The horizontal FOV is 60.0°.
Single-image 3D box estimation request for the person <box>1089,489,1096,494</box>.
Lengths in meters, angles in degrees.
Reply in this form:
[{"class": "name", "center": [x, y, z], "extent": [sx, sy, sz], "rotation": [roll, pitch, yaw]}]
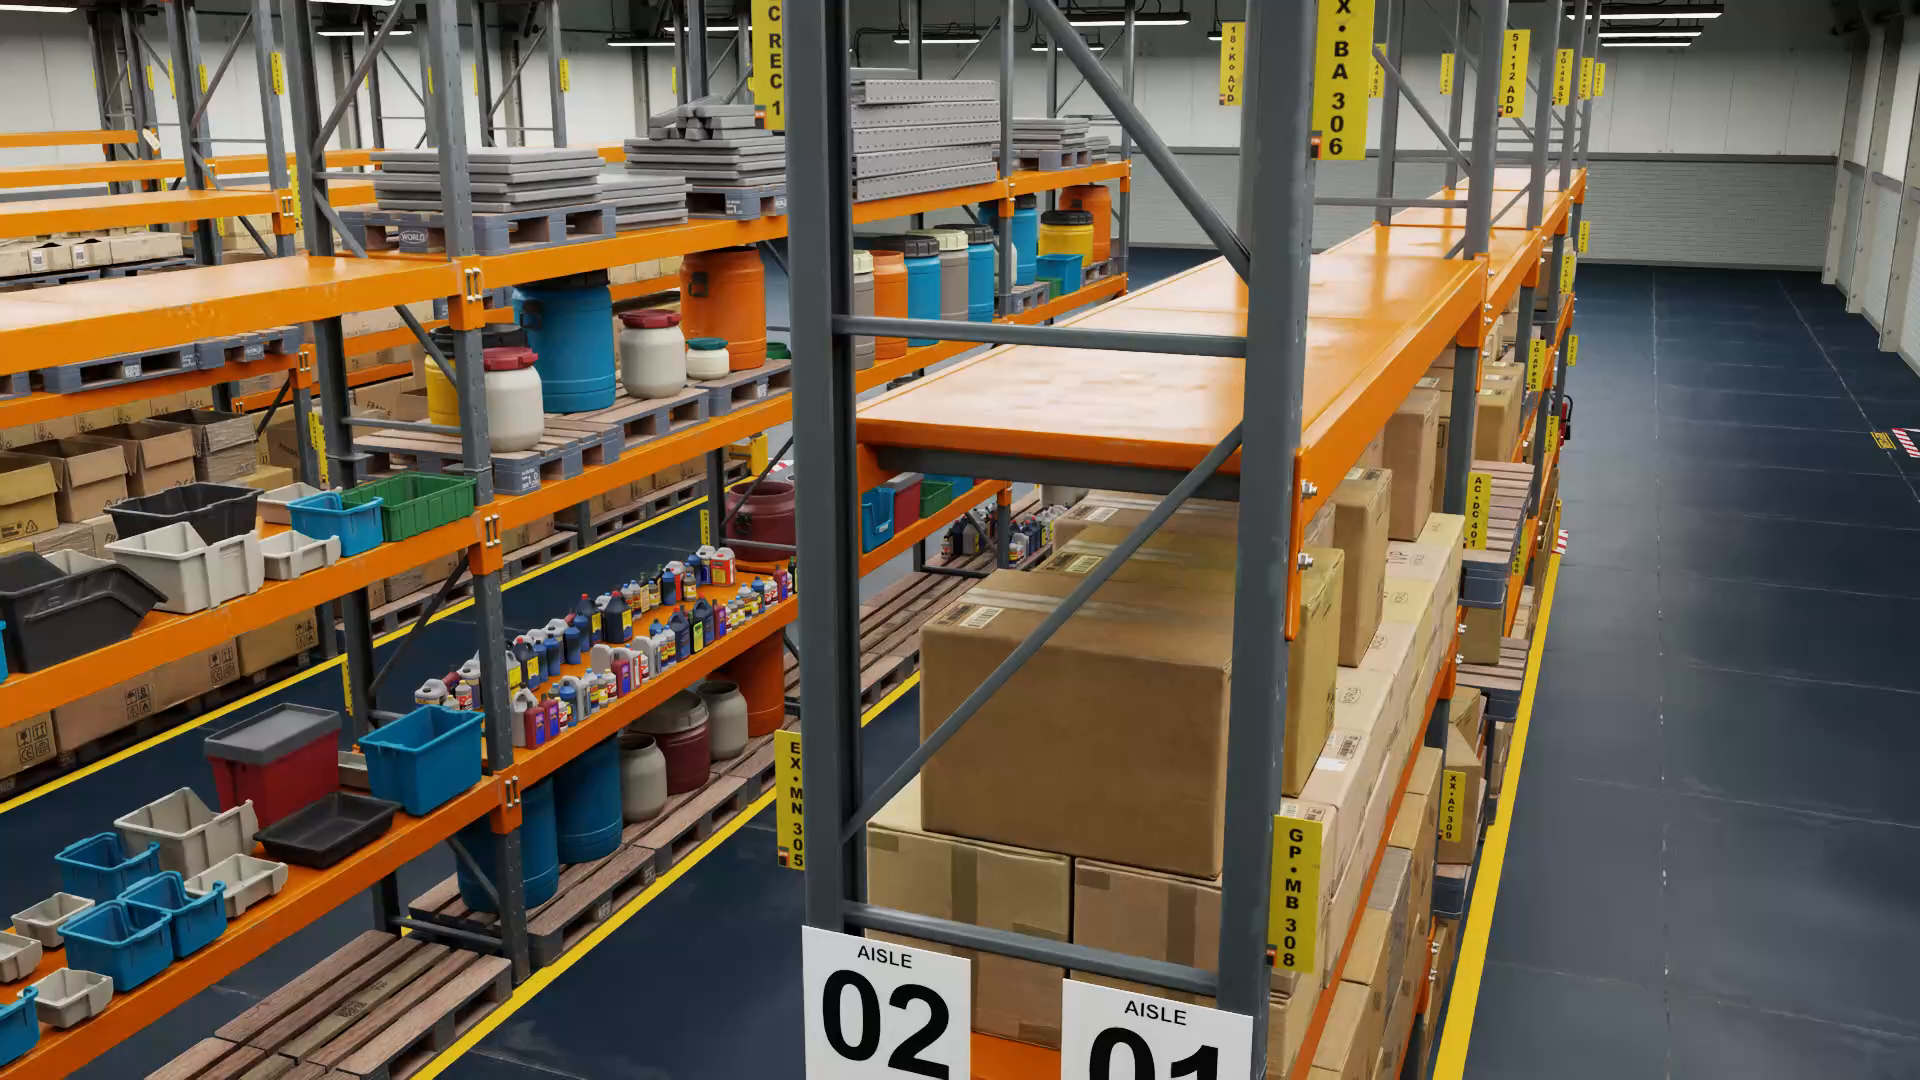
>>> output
[{"class": "person", "center": [1.479, -0.193, 16.241], "extent": [0.519, 1.660, 0.607], "rotation": [8, 17, 26]}]
